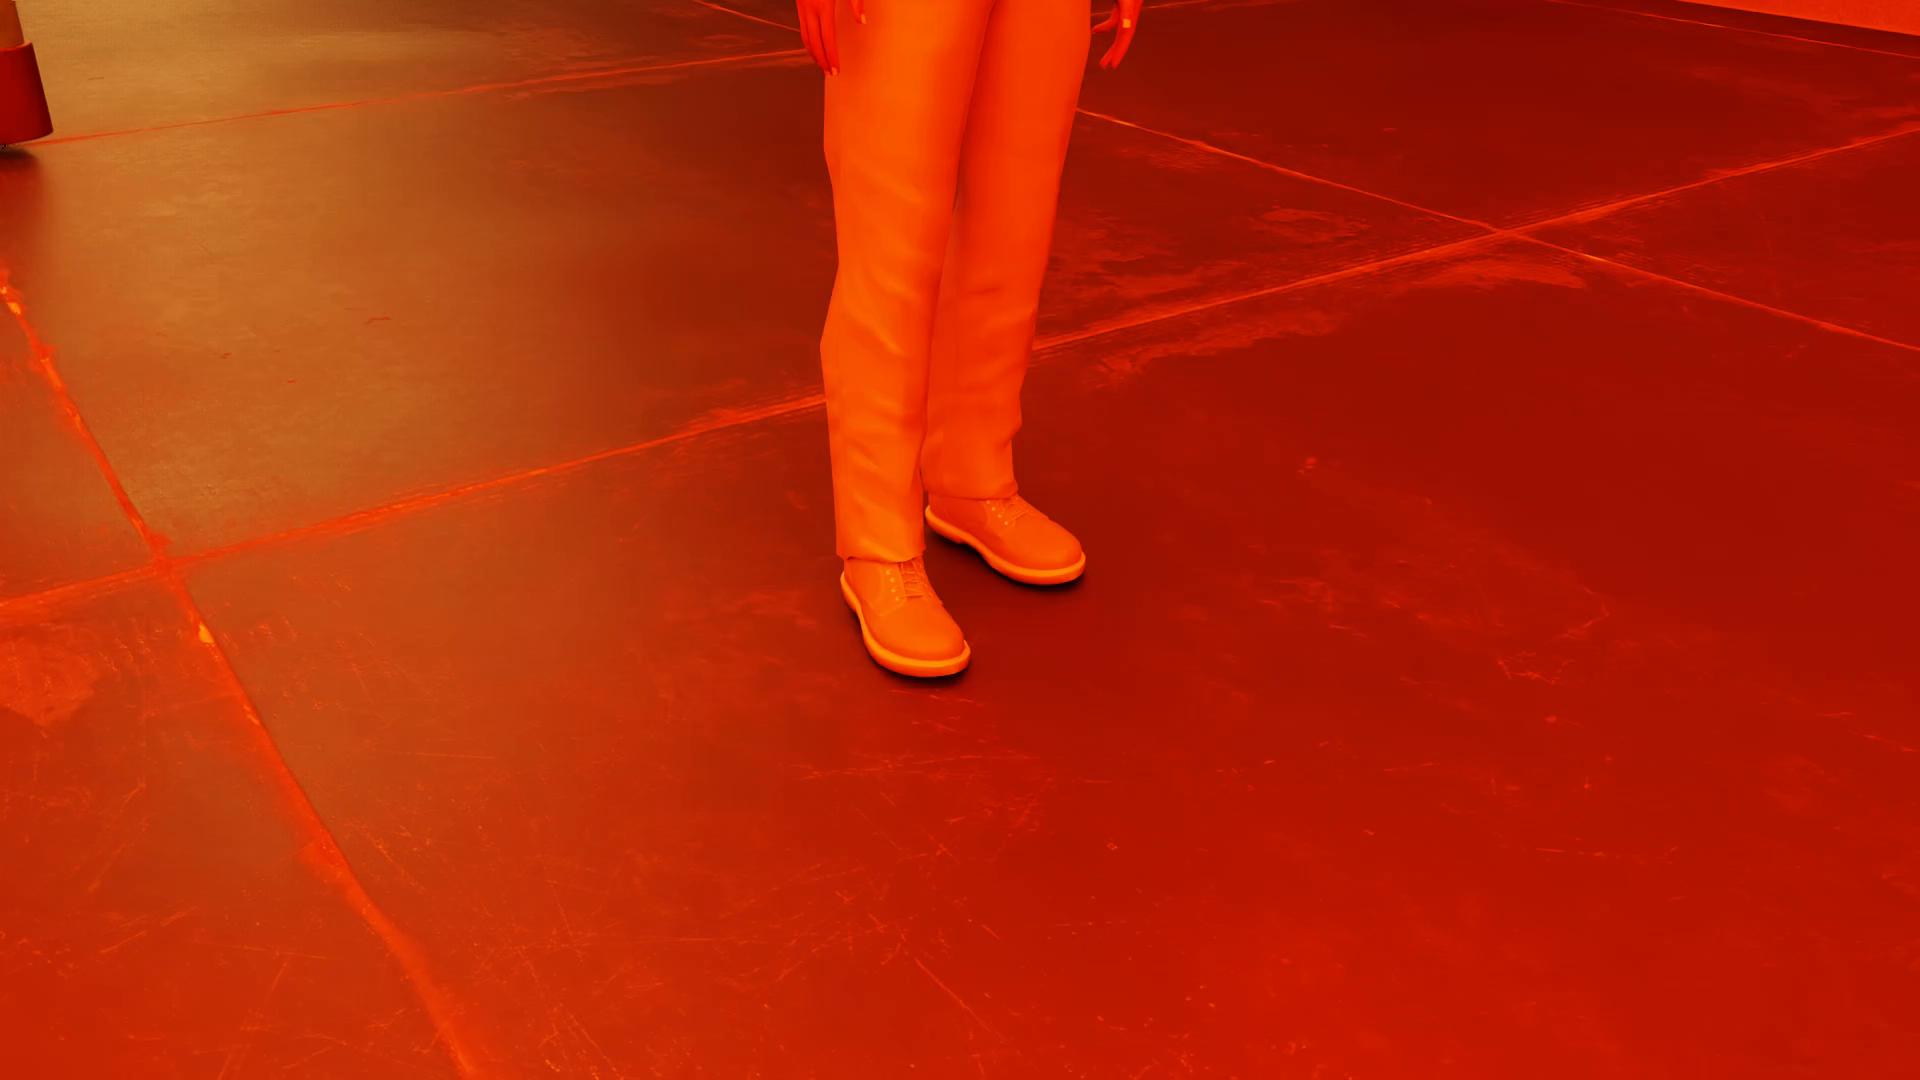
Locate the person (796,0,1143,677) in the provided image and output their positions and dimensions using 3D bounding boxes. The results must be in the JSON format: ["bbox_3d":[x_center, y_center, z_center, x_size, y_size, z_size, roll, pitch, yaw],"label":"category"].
[{"bbox_3d":[0.026,-0.731,2.052,0.569,1.695,0.530,-17,31,-31],"label":"person"}]

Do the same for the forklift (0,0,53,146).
[{"bbox_3d":[-3.976,-2.578,4.369,3.031,2.935,1.130,18,32,32],"label":"forklift"}]
